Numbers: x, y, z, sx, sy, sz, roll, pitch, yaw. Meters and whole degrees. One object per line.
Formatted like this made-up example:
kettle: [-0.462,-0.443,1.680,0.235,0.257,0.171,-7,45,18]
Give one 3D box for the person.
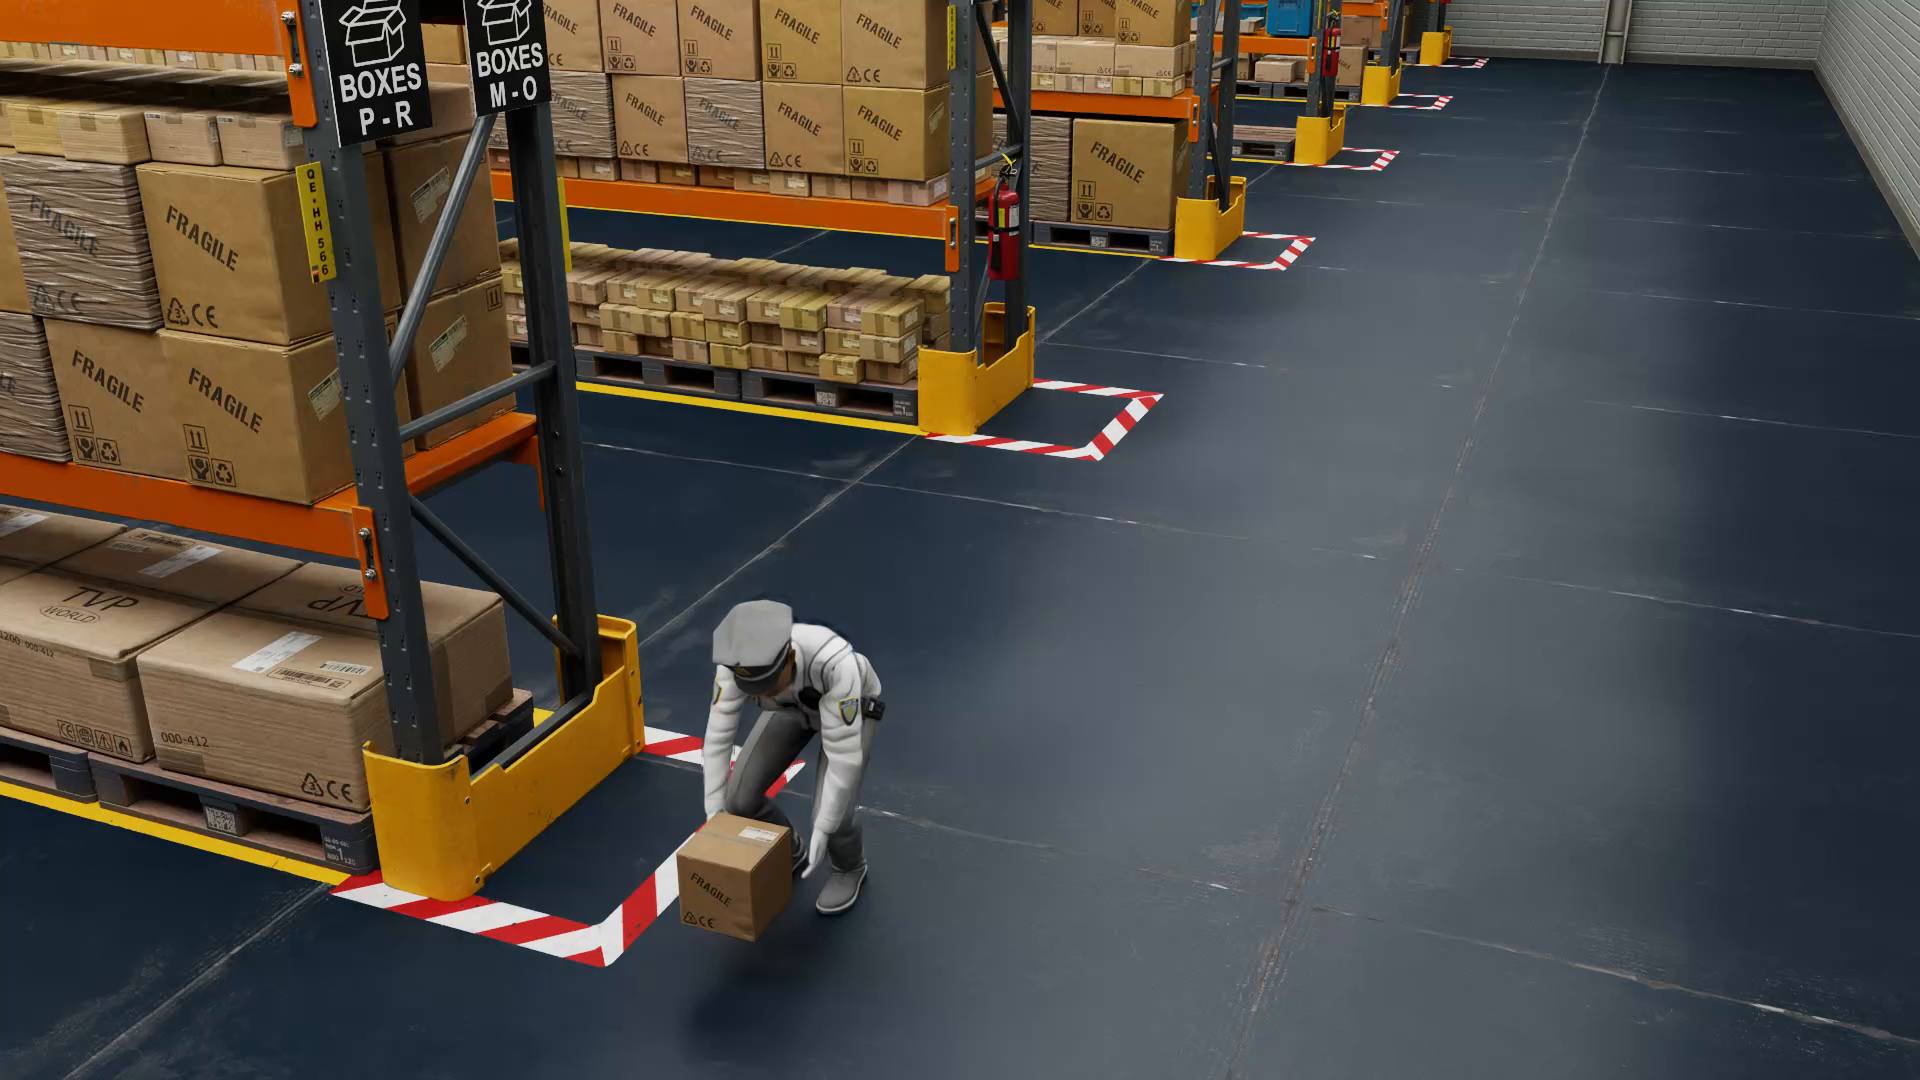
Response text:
person: [-0.495,0.646,5.195,0.520,1.163,0.796,9,24,20]
